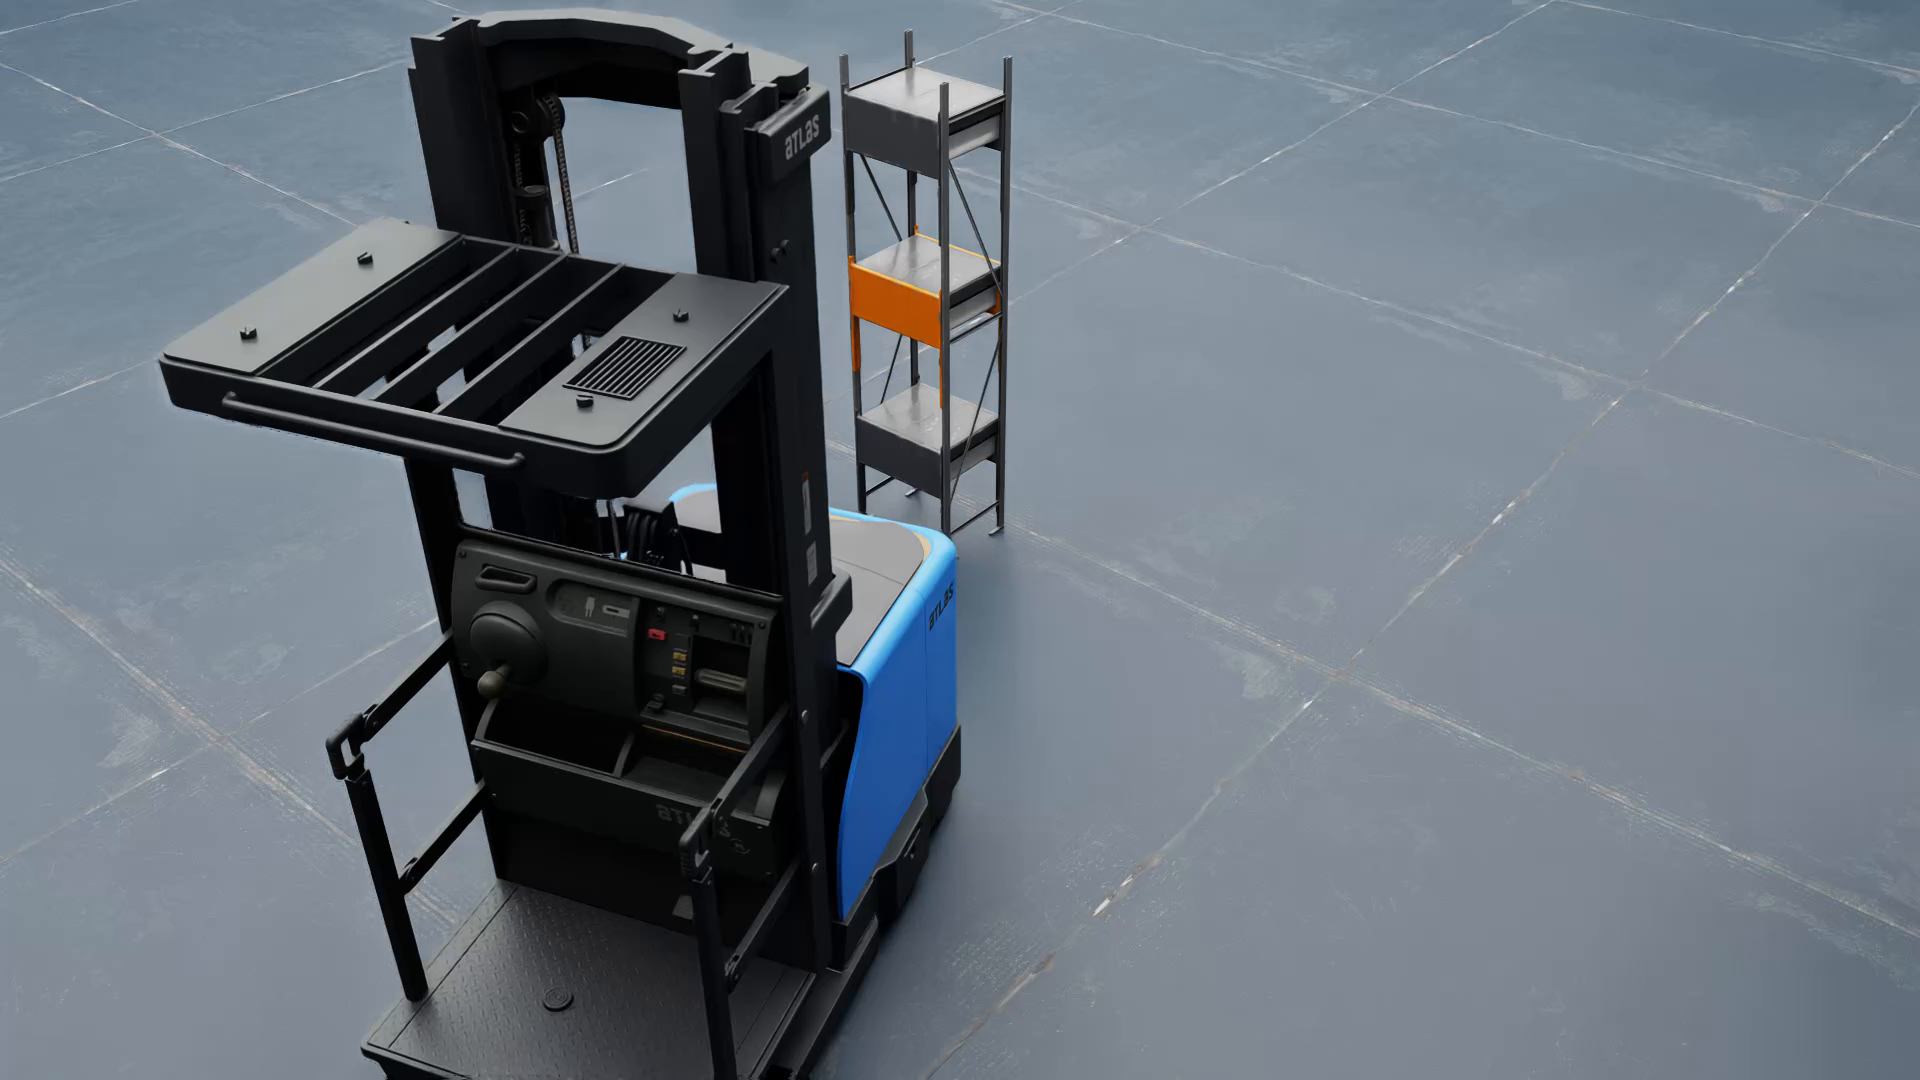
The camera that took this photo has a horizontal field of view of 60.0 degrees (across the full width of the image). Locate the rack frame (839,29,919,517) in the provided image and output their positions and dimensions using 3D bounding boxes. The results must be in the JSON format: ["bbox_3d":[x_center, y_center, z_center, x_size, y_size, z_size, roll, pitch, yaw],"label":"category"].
[{"bbox_3d":[-0.315,-1.014,6.872,0.015,2.100,0.400,25,42,32],"label":"rack frame"}]

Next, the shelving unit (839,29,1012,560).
[{"bbox_3d":[-0.127,-0.926,6.743,0.503,2.100,0.431,25,42,32],"label":"shelving unit"}]

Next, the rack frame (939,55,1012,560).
[{"bbox_3d":[0.060,-0.837,6.614,0.015,2.100,0.400,25,42,32],"label":"rack frame"}]

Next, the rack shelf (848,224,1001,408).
[{"bbox_3d":[-0.127,-0.914,6.751,0.480,0.518,0.431,25,42,32],"label":"rack shelf"}]

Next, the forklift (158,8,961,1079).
[{"bbox_3d":[-0.990,0.338,4.168,1.130,2.935,3.031,12,36,17],"label":"forklift"}]

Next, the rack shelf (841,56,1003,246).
[{"bbox_3d":[-0.127,-1.491,6.354,0.480,0.518,0.431,25,42,32],"label":"rack shelf"}]

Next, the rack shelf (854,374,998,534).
[{"bbox_3d":[-0.127,-0.337,7.147,0.480,0.518,0.431,25,42,32],"label":"rack shelf"}]
